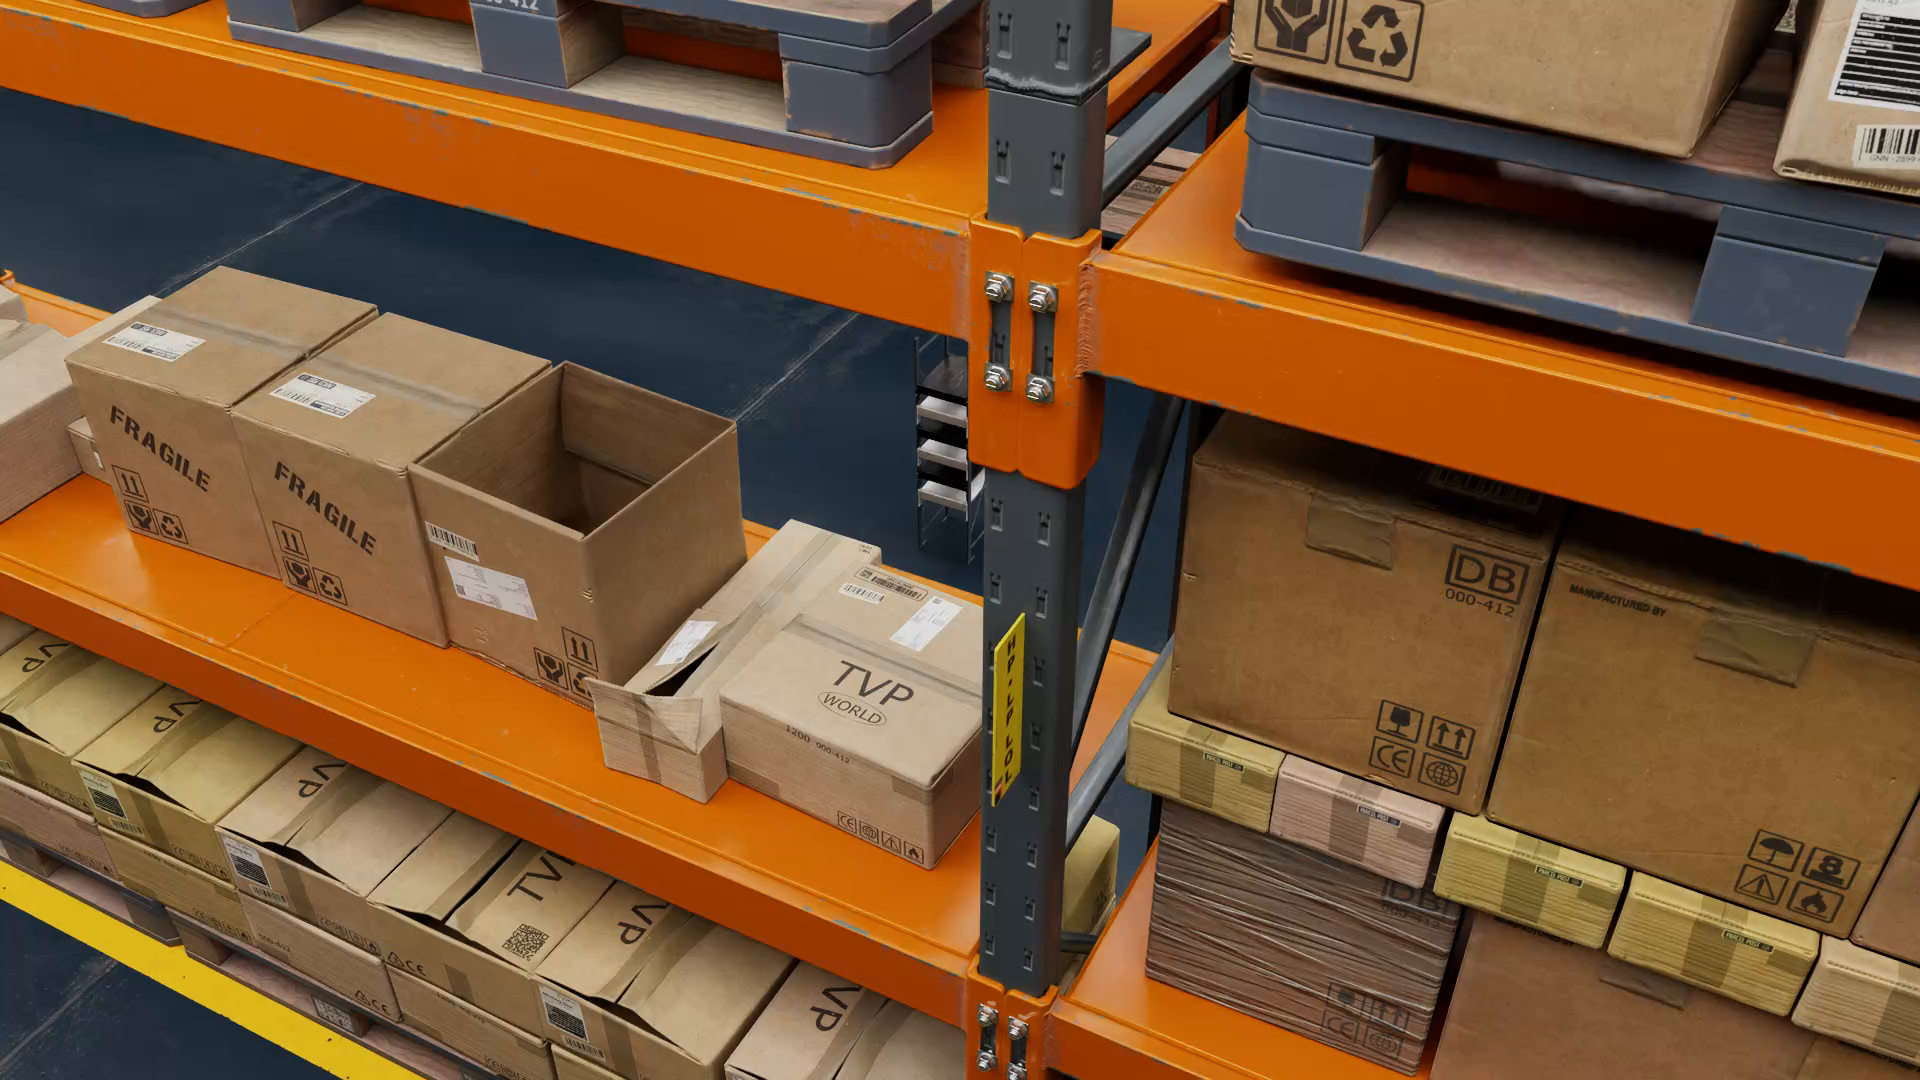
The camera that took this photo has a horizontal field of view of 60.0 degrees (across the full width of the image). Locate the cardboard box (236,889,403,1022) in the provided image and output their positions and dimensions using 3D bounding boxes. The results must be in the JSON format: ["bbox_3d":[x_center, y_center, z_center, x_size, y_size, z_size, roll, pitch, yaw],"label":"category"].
[{"bbox_3d":[-1.540,0.939,4.458,0.500,0.250,0.500,18,41,22],"label":"cardboard box"}]

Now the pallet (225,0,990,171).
[{"bbox_3d":[-0.474,-0.960,2.711,1.217,0.209,0.805,16,40,20],"label":"pallet"}]

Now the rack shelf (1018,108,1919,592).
[{"bbox_3d":[2.091,0.045,1.824,4.000,0.370,1.077,17,41,21],"label":"rack shelf"}]

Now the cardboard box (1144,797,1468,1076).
[{"bbox_3d":[0.712,0.477,3.058,0.500,0.500,0.700,16,40,20],"label":"cardboard box"}]

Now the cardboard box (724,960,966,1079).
[{"bbox_3d":[-0.176,1.143,3.726,0.500,0.311,0.500,17,41,21],"label":"cardboard box"}]

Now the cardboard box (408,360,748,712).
[{"bbox_3d":[-0.827,-0.012,3.702,0.500,0.500,0.500,20,42,25],"label":"cardboard box"}]

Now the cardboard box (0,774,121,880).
[{"bbox_3d":[-2.460,0.655,4.833,0.500,0.250,0.500,16,40,20],"label":"cardboard box"}]

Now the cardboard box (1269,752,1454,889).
[{"bbox_3d":[0.688,0.347,2.692,0.250,0.149,0.380,18,41,22],"label":"cardboard box"}]

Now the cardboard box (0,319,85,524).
[{"bbox_3d":[-2.531,-0.327,4.274,0.500,0.311,0.500,17,40,21],"label":"cardboard box"}]

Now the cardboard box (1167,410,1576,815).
[{"bbox_3d":[0.712,-0.039,2.665,0.500,0.500,0.700,18,41,22],"label":"cardboard box"}]

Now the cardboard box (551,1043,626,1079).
[{"bbox_3d":[-0.634,1.224,4.084,0.500,0.250,0.500,17,40,21],"label":"cardboard box"}]

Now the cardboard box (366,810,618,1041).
[{"bbox_3d":[-1.083,0.862,4.097,0.500,0.311,0.500,17,40,21],"label":"cardboard box"}]

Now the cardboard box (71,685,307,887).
[{"bbox_3d":[-1.984,0.577,4.472,0.500,0.311,0.500,16,40,20],"label":"cardboard box"}]

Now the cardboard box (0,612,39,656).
[{"bbox_3d":[-2.906,0.293,4.846,0.500,0.311,0.500,19,41,23],"label":"cardboard box"}]

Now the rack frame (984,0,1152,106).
[{"bbox_3d":[0.315,-1.992,1.432,0.127,3.000,1.000,17,41,21],"label":"rack frame"}]

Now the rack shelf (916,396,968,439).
[{"bbox_3d":[-0.007,-0.478,5.892,0.200,0.077,0.258,17,41,21],"label":"rack shelf"}]

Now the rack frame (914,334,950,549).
[{"bbox_3d":[-0.097,-0.389,6.018,0.006,0.900,0.240,17,41,21],"label":"rack frame"}]

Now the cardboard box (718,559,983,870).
[{"bbox_3d":[-0.142,0.343,3.441,0.500,0.250,0.500,20,42,24],"label":"cardboard box"}]

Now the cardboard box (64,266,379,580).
[{"bbox_3d":[-1.739,-0.297,4.078,0.500,0.500,0.500,15,40,19],"label":"cardboard box"}]

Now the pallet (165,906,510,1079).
[{"bbox_3d":[-1.444,0.985,4.777,1.213,0.211,1.003,17,41,21],"label":"pallet"}]

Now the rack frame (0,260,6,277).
[{"bbox_3d":[-3.236,-0.715,4.711,0.127,3.000,1.000,17,41,21],"label":"rack frame"}]

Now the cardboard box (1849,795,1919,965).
[{"bbox_3d":[1.606,0.240,2.297,0.500,0.500,0.700,17,41,21],"label":"cardboard box"}]

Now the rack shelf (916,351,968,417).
[{"bbox_3d":[-0.007,-0.549,5.838,0.200,0.077,0.258,17,41,21],"label":"rack shelf"}]

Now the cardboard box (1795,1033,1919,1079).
[{"bbox_3d":[1.627,0.762,2.682,0.500,0.500,0.700,18,41,22],"label":"cardboard box"}]

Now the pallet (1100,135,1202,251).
[{"bbox_3d":[0.794,-1.687,8.297,1.213,0.211,1.003,17,41,21],"label":"pallet"}]

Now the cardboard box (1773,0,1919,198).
[{"bbox_3d":[1.121,-0.553,1.628,0.500,0.311,0.500,15,40,19],"label":"cardboard box"}]

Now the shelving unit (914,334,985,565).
[{"bbox_3d":[-0.007,-0.361,5.981,0.210,0.900,0.258,17,41,21],"label":"shelving unit"}]

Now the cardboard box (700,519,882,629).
[{"bbox_3d":[-0.377,0.141,3.791,0.250,0.149,0.380,17,41,21],"label":"cardboard box"}]

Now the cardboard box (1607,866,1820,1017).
[{"bbox_3d":[1.151,0.490,2.504,0.250,0.149,0.380,17,40,21],"label":"cardboard box"}]

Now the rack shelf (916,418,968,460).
[{"bbox_3d":[-0.007,-0.406,5.947,0.200,0.077,0.258,17,41,21],"label":"rack shelf"}]

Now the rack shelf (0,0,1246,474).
[{"bbox_3d":[-1.460,-1.067,3.289,4.000,0.370,1.077,17,41,21],"label":"rack shelf"}]
